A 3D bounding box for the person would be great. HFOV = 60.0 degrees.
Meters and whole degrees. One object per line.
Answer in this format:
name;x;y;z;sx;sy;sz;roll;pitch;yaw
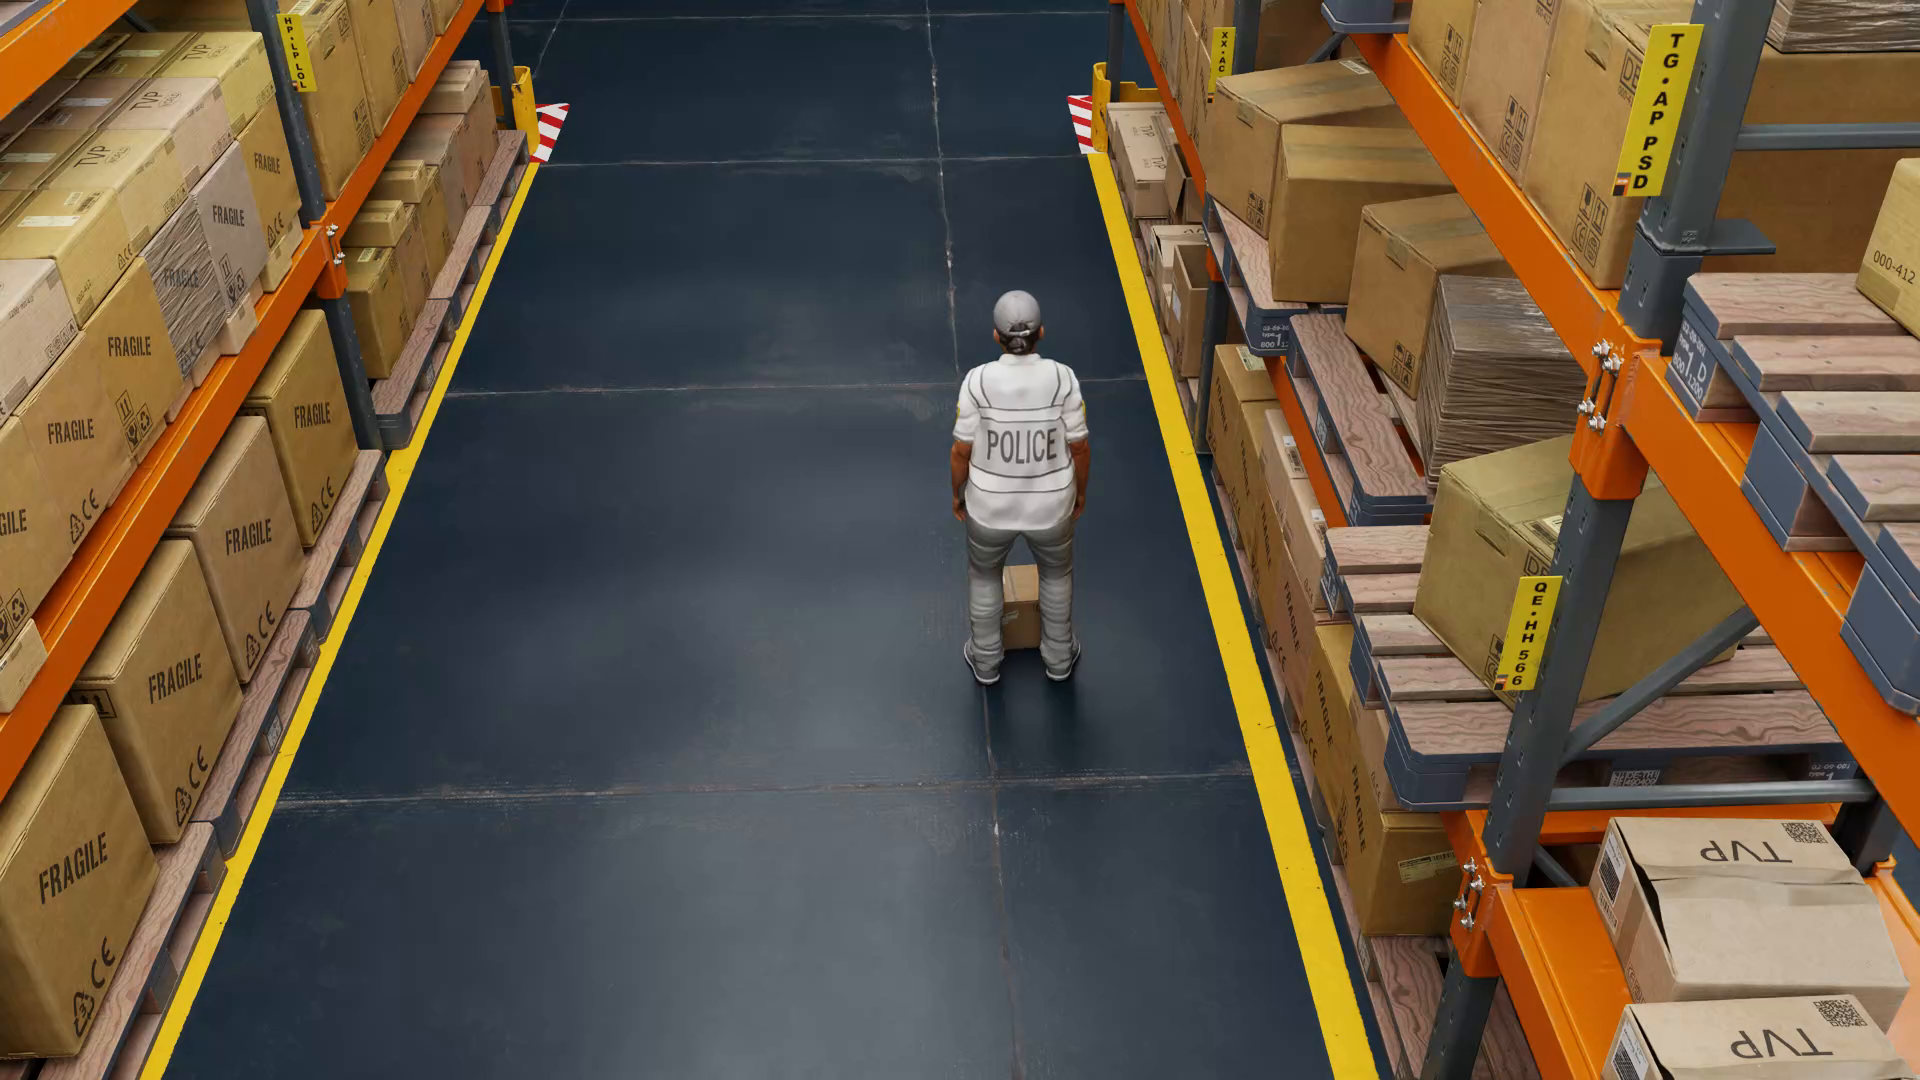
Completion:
person;0.233;-0.167;6.374;0.538;1.666;0.465;-1;35;-1
